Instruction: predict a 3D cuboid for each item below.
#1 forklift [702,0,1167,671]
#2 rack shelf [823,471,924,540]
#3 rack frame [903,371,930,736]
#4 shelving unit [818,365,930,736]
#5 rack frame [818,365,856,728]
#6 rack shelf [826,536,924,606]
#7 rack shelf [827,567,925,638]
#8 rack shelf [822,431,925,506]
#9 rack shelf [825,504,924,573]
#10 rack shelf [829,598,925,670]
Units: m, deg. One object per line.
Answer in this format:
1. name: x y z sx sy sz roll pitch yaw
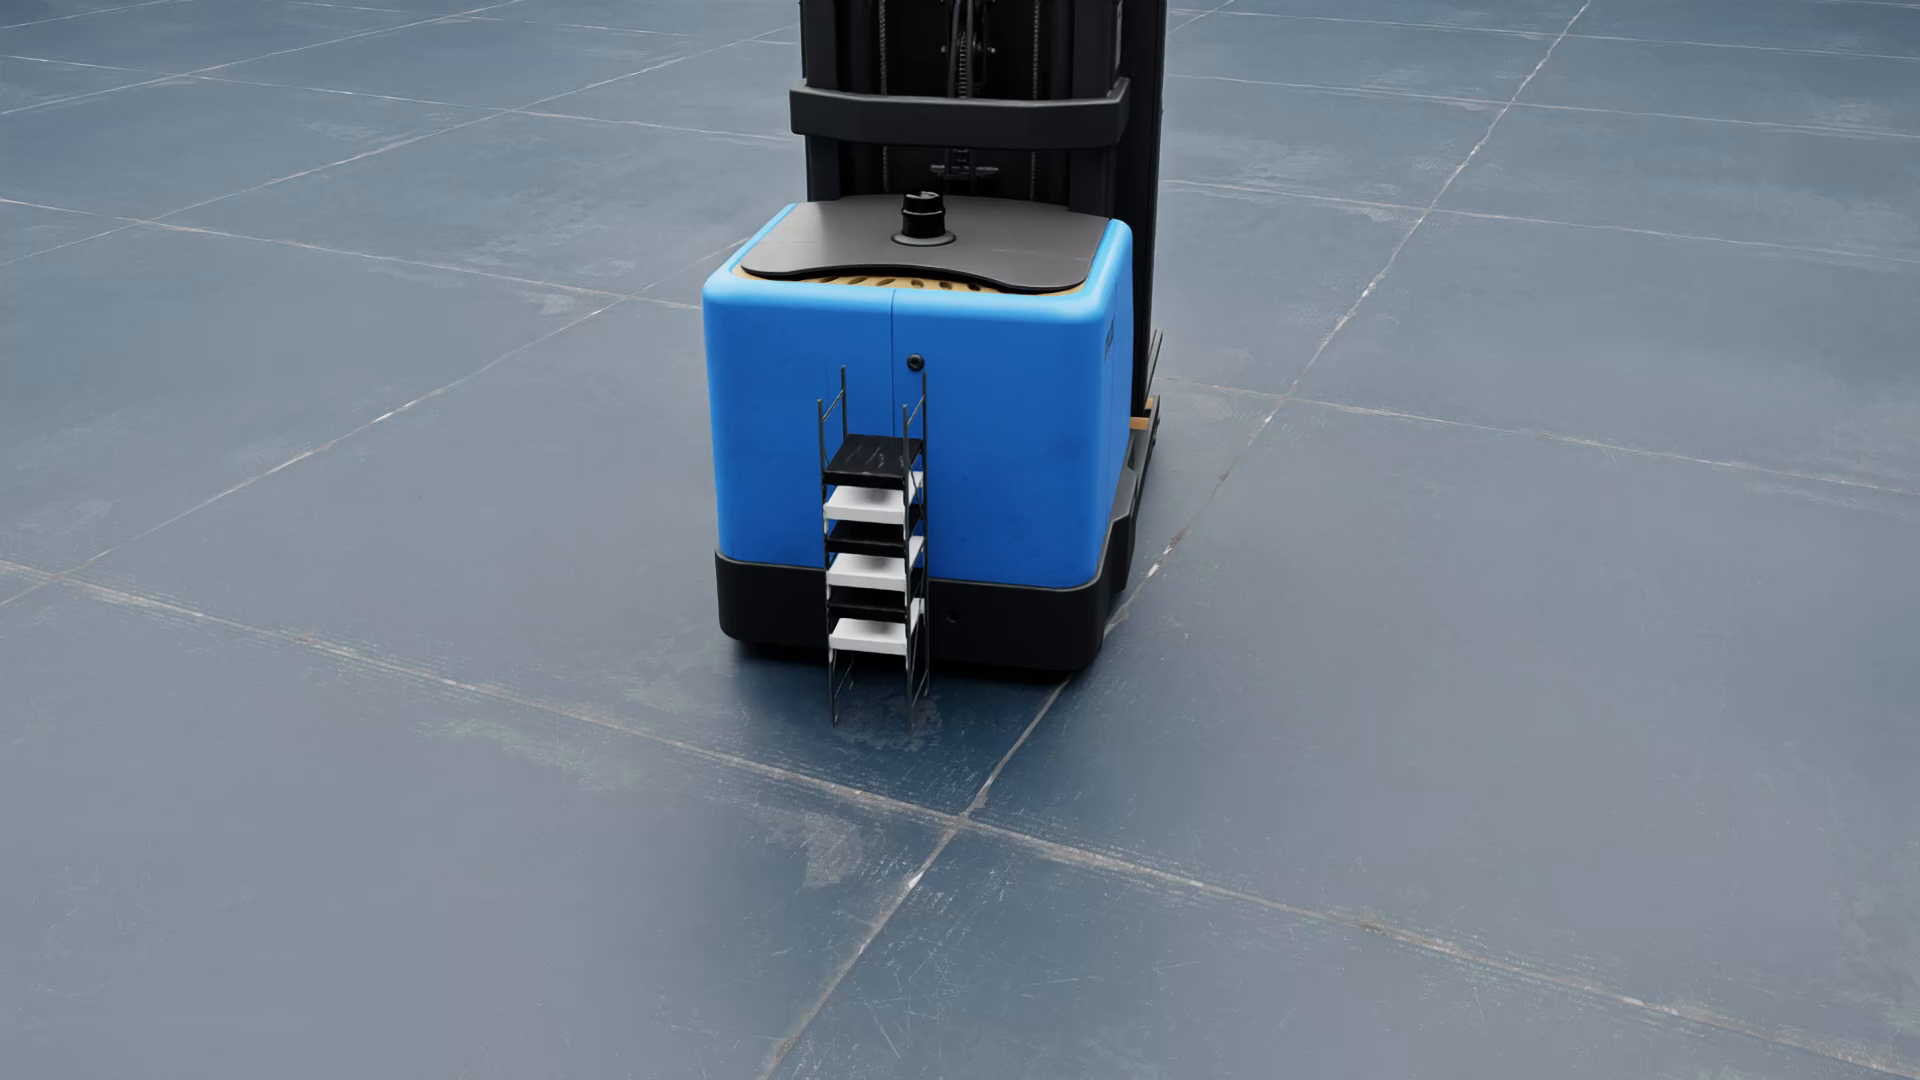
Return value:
1. forklift: 0.110 -1.597 5.175 1.130 2.935 3.031 5 27 9
2. rack shelf: -0.206 -0.096 4.094 0.200 0.077 0.258 5 27 9
3. rack frame: -0.107 0.044 4.142 0.006 0.900 0.240 5 27 9
4. shelving unit: -0.206 0.036 4.159 0.210 0.900 0.258 5 27 9
5. rack frame: -0.306 0.027 4.176 0.006 0.900 0.240 5 27 9
6. rack shelf: -0.206 0.065 4.174 0.200 0.077 0.258 5 27 9
7. rack shelf: -0.206 0.146 4.213 0.200 0.077 0.258 5 27 9
8. rack shelf: -0.206 -0.177 4.054 0.200 0.077 0.258 5 27 9
9. rack shelf: -0.206 -0.015 4.134 0.200 0.077 0.258 5 27 9
10. rack shelf: -0.206 0.227 4.253 0.200 0.077 0.258 5 27 9
